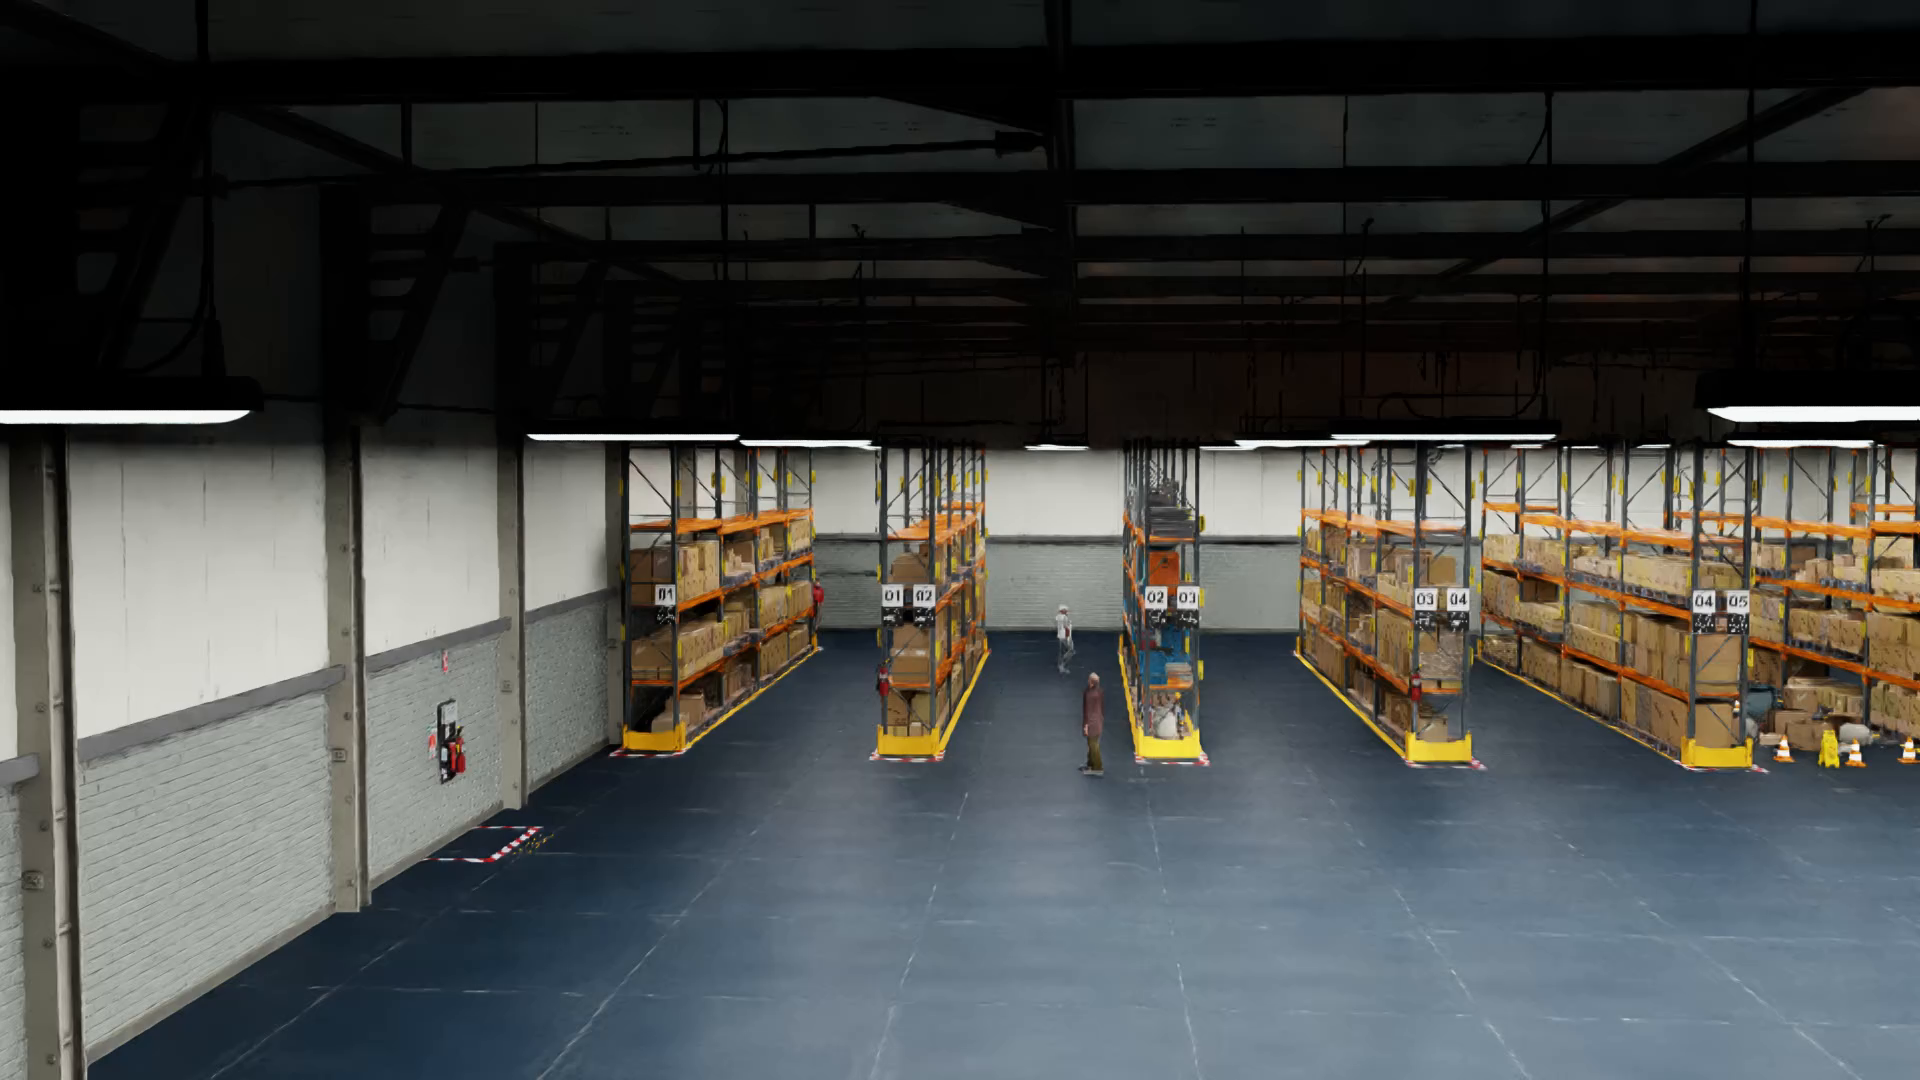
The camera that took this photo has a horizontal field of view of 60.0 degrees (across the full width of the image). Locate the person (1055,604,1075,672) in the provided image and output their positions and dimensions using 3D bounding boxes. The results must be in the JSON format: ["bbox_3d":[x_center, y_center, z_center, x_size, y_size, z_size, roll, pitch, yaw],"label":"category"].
[{"bbox_3d":[2.680,2.535,42.933,0.444,1.780,0.598,-1,3,-22],"label":"person"}]

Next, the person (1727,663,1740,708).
[{"bbox_3d":[17.264,2.839,37.117,0.580,1.763,0.671,2,4,31],"label":"person"}]

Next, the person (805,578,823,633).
[{"bbox_3d":[-4.635,2.064,52.376,0.728,1.719,0.542,-2,4,-36],"label":"person"}]

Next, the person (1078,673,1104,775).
[{"bbox_3d":[2.336,3.245,29.552,0.611,1.779,0.685,2,4,32],"label":"person"}]
